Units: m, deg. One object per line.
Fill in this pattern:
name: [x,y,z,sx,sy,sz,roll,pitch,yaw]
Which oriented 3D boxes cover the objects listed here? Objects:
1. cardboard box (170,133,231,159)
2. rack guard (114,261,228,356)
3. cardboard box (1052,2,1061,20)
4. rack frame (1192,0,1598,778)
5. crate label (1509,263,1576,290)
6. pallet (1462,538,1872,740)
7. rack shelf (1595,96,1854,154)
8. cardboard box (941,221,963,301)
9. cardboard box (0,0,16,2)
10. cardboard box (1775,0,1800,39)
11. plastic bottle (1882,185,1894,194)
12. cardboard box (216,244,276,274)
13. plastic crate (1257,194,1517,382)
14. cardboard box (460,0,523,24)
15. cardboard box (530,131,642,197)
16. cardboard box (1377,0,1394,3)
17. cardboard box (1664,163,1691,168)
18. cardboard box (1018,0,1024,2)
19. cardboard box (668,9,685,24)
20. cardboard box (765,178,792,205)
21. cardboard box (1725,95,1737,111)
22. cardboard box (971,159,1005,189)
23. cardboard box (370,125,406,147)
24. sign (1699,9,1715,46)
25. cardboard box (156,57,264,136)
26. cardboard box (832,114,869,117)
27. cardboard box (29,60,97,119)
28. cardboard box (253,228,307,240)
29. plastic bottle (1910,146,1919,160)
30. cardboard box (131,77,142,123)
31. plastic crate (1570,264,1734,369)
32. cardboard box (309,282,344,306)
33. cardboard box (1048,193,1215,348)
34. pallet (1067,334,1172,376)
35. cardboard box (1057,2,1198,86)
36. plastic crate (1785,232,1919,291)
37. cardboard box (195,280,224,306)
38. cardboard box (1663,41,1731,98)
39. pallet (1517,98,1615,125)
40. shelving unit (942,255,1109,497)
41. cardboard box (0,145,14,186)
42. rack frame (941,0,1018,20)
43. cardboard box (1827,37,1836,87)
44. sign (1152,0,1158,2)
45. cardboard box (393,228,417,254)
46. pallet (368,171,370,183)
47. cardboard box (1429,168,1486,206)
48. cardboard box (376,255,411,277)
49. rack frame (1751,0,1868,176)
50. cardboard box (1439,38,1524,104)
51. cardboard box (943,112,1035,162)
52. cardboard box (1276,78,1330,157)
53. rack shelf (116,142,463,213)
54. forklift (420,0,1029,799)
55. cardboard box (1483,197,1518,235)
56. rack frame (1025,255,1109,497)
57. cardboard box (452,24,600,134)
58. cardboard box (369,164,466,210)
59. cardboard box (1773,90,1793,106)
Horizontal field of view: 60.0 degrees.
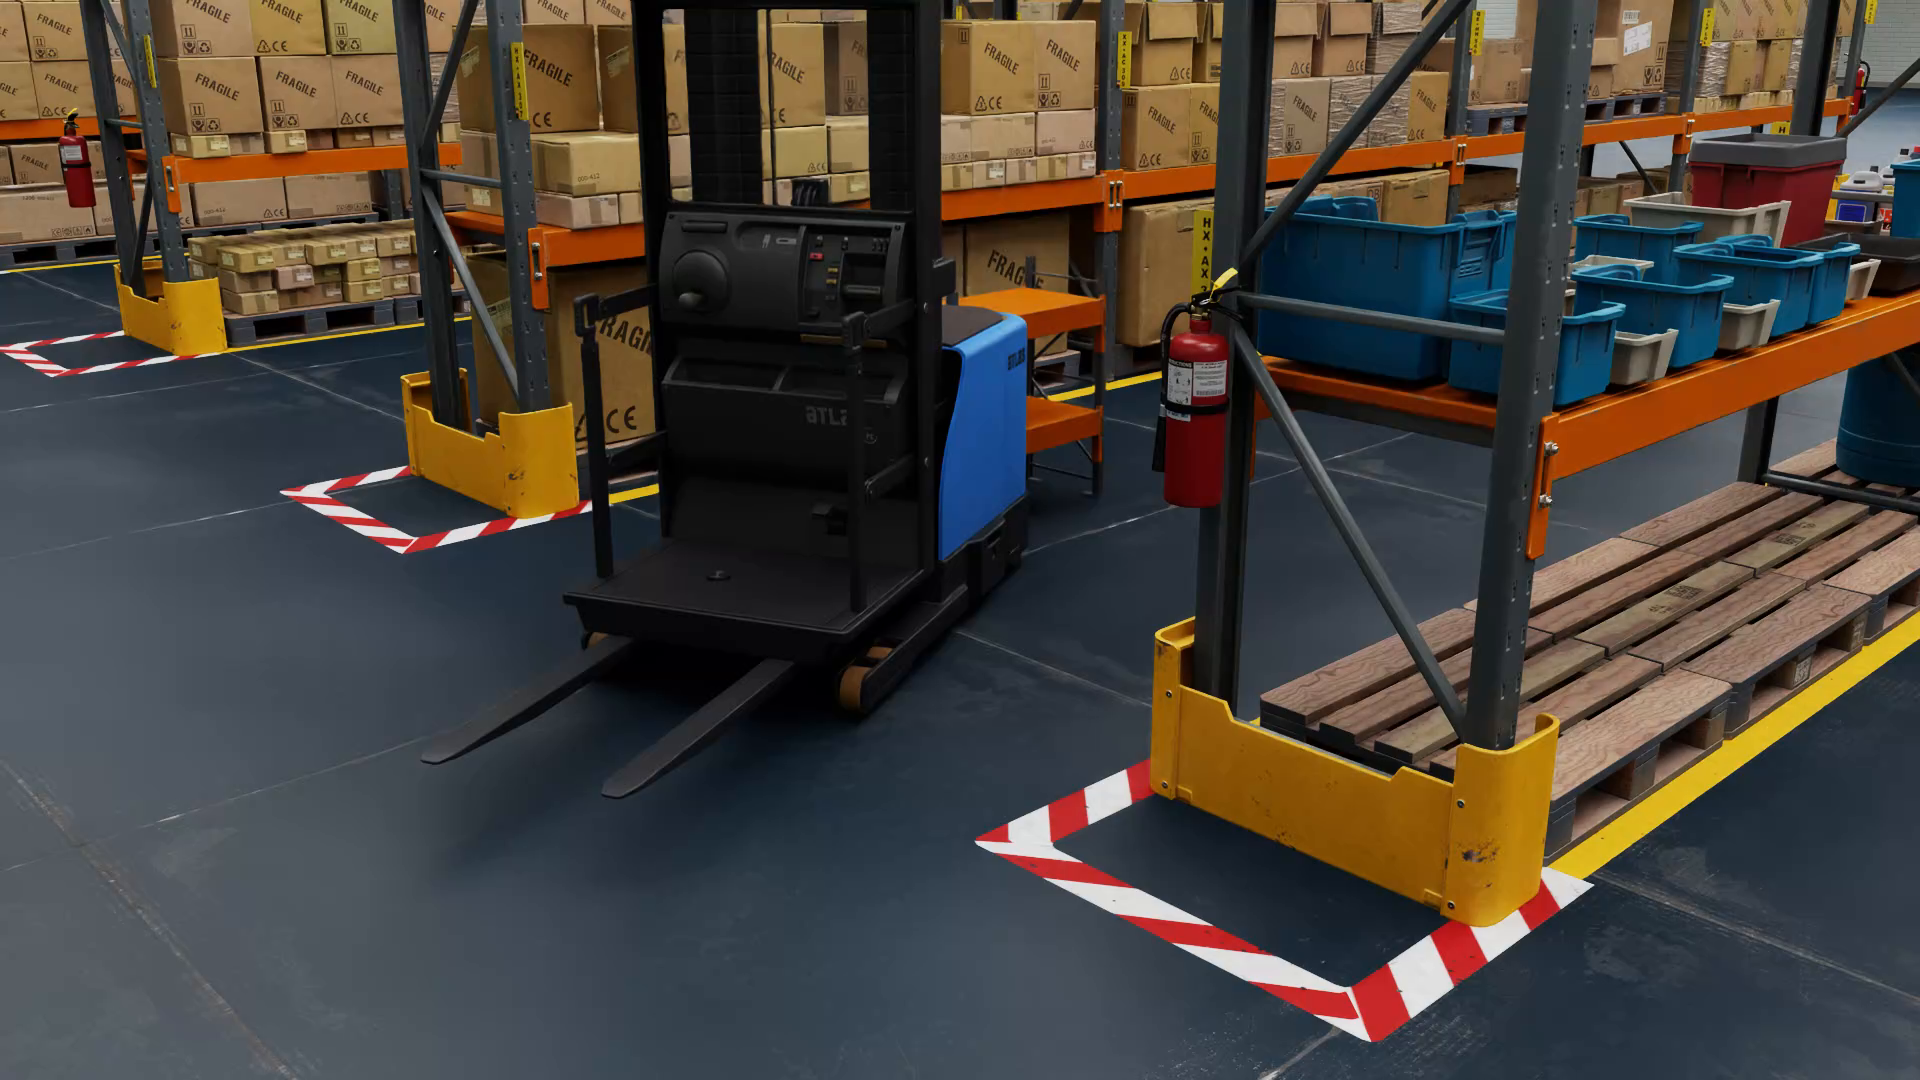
cardboard box: [-5.184,-2.698,11.349,0.250,0.149,0.380,-17,24,-41]
rack guard: [-5.589,-1.649,11.760,0.348,0.500,1.175,-16,24,-41]
cardboard box: [0.868,-5.241,17.002,0.500,0.500,0.700,-17,24,-42]
rack frame: [1.093,-0.579,4.407,0.127,3.000,1.000,-16,24,-41]
crate label: [1.967,-0.818,5.475,0.243,0.136,0.396,-16,24,-41]
pallet: [2.605,0.324,6.143,1.213,0.211,1.003,-16,24,-41]
rack shelf: [7.863,-4.313,17.091,4.000,0.370,1.077,-16,24,-41]
cardboard box: [-0.592,-1.413,9.744,0.875,0.875,0.875,-16,24,-41]
cardboard box: [-8.529,-4.826,14.672,0.250,0.149,0.380,-16,24,-40]
cardboard box: [7.993,-5.255,16.565,0.500,0.500,0.500,-16,24,-41]
plastic bottle: [4.268,-1.533,7.673,0.097,0.201,0.097,0,18,0]
cardboard box: [-5.030,-1.984,11.716,0.380,0.149,0.250,17,24,41]
plastic crate: [1.208,-0.737,4.740,0.499,0.435,0.616,-16,24,-41]
cardboard box: [-3.647,-3.958,12.563,0.500,0.500,0.500,-15,24,-39]
cardboard box: [-1.776,-1.800,7.935,0.500,0.250,0.500,-17,25,-42]
cardboard box: [4.849,-6.502,20.681,0.550,0.550,0.875,-16,24,-41]
cardboard box: [7.536,-3.591,17.067,0.500,0.500,0.500,15,23,39]
cardboard box: [0.455,-7.265,22.764,0.500,0.500,0.700,-16,24,-41]
cardboard box: [-3.502,-5.960,19.220,0.500,0.500,0.500,-17,25,-42]
cardboard box: [-1.080,-1.789,8.546,0.250,0.149,0.380,-17,24,-42]
cardboard box: [7.301,-4.255,16.152,0.250,0.149,0.380,-16,24,-41]
cardboard box: [0.039,-2.116,9.554,0.250,0.149,0.380,-16,24,-40]
cardboard box: [-4.288,-2.989,12.249,0.250,0.149,0.380,-17,24,-42]
sign: [6.793,-4.659,15.113,0.005,0.325,0.100,-16,24,-41]
cardboard box: [-5.128,-3.044,11.366,0.500,0.500,0.500,-15,23,-38]
cardboard box: [-0.662,-2.351,9.632,0.500,0.250,0.500,-16,24,-39]
cardboard box: [-8.224,-4.108,15.130,0.500,0.500,0.500,-17,24,-42]
cardboard box: [-5.111,-2.241,12.511,0.250,0.149,0.380,-17,25,-42]
plastic bottle: [4.577,-1.710,7.977,0.185,0.351,0.144,-16,24,-41]
cardboard box: [-5.495,-3.164,11.735,0.500,0.500,0.500,-16,24,-40]
plastic crate: [1.977,-0.646,4.788,0.300,0.233,0.416,-16,24,-41]
cardboard box: [-4.734,-1.833,12.216,0.250,0.149,0.380,-16,24,-40]
cardboard box: [1.048,-1.866,11.140,0.875,0.875,1.225,-16,24,-41]
pallet: [1.105,-1.391,11.431,1.213,0.211,1.003,-16,24,-41]
cardboard box: [1.055,-3.199,10.698,0.637,0.503,0.797,-17,25,-42]
plastic crate: [3.371,-1.027,6.137,0.590,0.125,0.437,-16,24,-41]
cardboard box: [-5.405,-1.824,12.188,0.250,0.149,0.380,-16,24,-40]
cardboard box: [6.779,-4.502,15.863,0.500,0.500,0.875,-16,24,-41]
pallet: [4.913,-3.722,14.411,1.213,0.211,1.003,-16,24,-41]
shelving unit: [0.157,-0.688,7.783,0.538,1.125,1.048,17,24,41]
cardboard box: [-11.374,-4.313,19.296,0.500,0.500,0.700,-15,23,-39]
rack frame: [0.169,-4.517,16.553,0.127,3.000,1.000,-16,24,-41]
cardboard box: [8.616,-5.025,17.476,0.500,0.500,0.875,-16,24,-41]
sign: [2.874,-7.873,24.513,0.005,0.325,0.100,-16,24,-41]
cardboard box: [-4.088,-2.267,12.590,0.250,0.149,0.380,-16,24,-40]
pallet: [-8.173,-4.983,22.512,1.213,0.211,1.003,-16,24,-41]
cardboard box: [3.969,-2.910,13.720,0.500,0.250,0.500,-15,23,-39]
cardboard box: [-4.344,-2.085,12.512,0.380,0.149,0.250,16,24,41]
rack frame: [9.316,-5.079,18.288,0.127,3.000,1.000,-16,24,-41]
cardboard box: [4.205,-3.896,13.793,0.500,0.500,0.700,-12,22,-33]
cardboard box: [0.082,-2.344,9.612,0.500,0.250,0.500,-15,23,-39]
cardboard box: [2.203,-2.949,11.555,0.500,0.500,0.500,-16,24,-40]
rack shelf: [-4.191,-2.904,12.743,4.000,0.370,1.077,-16,24,-41]
forklift: [-0.707,-0.946,5.650,1.130,2.935,3.031,7,19,20]
cardboard box: [4.370,-2.671,14.200,0.700,0.500,0.500,15,24,39]
rack frame: [0.510,-0.801,8.131,0.500,1.125,0.032,17,24,41]
cardboard box: [-2.137,-2.278,8.192,0.500,0.500,0.500,-16,24,-40]
cardboard box: [-5.817,-4.096,18.018,0.875,0.875,0.875,-15,23,-39]
cardboard box: [8.233,-4.512,16.944,0.250,0.149,0.380,-16,24,-41]
